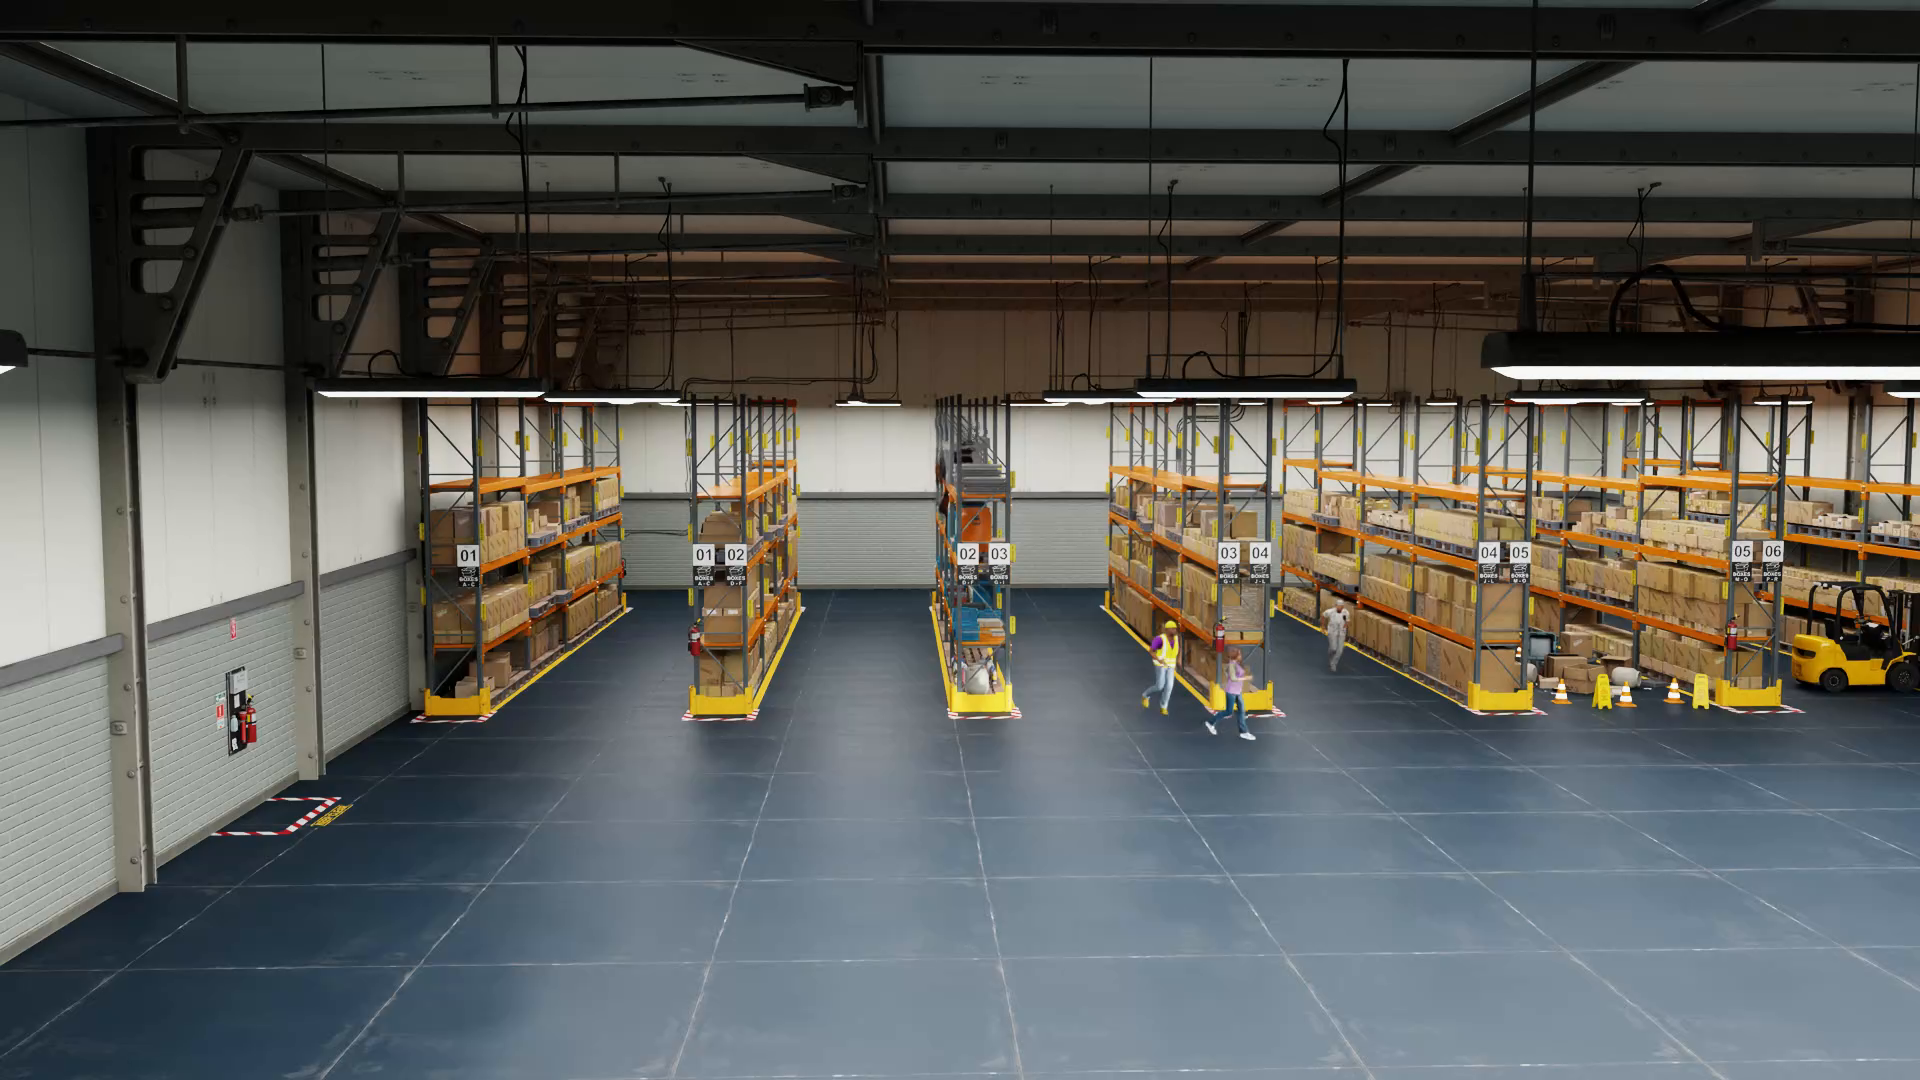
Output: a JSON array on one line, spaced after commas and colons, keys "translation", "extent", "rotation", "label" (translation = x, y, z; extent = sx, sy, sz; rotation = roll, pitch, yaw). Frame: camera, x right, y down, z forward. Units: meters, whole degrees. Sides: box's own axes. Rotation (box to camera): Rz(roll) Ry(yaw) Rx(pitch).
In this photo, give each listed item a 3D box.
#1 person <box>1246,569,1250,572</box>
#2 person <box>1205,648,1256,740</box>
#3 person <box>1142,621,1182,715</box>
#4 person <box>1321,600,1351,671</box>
[{"translation": [8.065, 1.100, 48.116], "extent": [0.728, 1.690, 0.744], "rotation": [-4, 6, -44], "label": "person"}, {"translation": [4.689, 2.641, 28.750], "extent": [0.881, 1.586, 0.537], "rotation": [2, 5, 23], "label": "person"}, {"translation": [3.886, 2.396, 31.503], "extent": [0.759, 1.741, 0.758], "rotation": [-3, 5, -30], "label": "person"}, {"translation": [8.232, 2.083, 36.343], "extent": [0.588, 1.593, 0.667], "rotation": [0, 5, -4], "label": "person"}]
